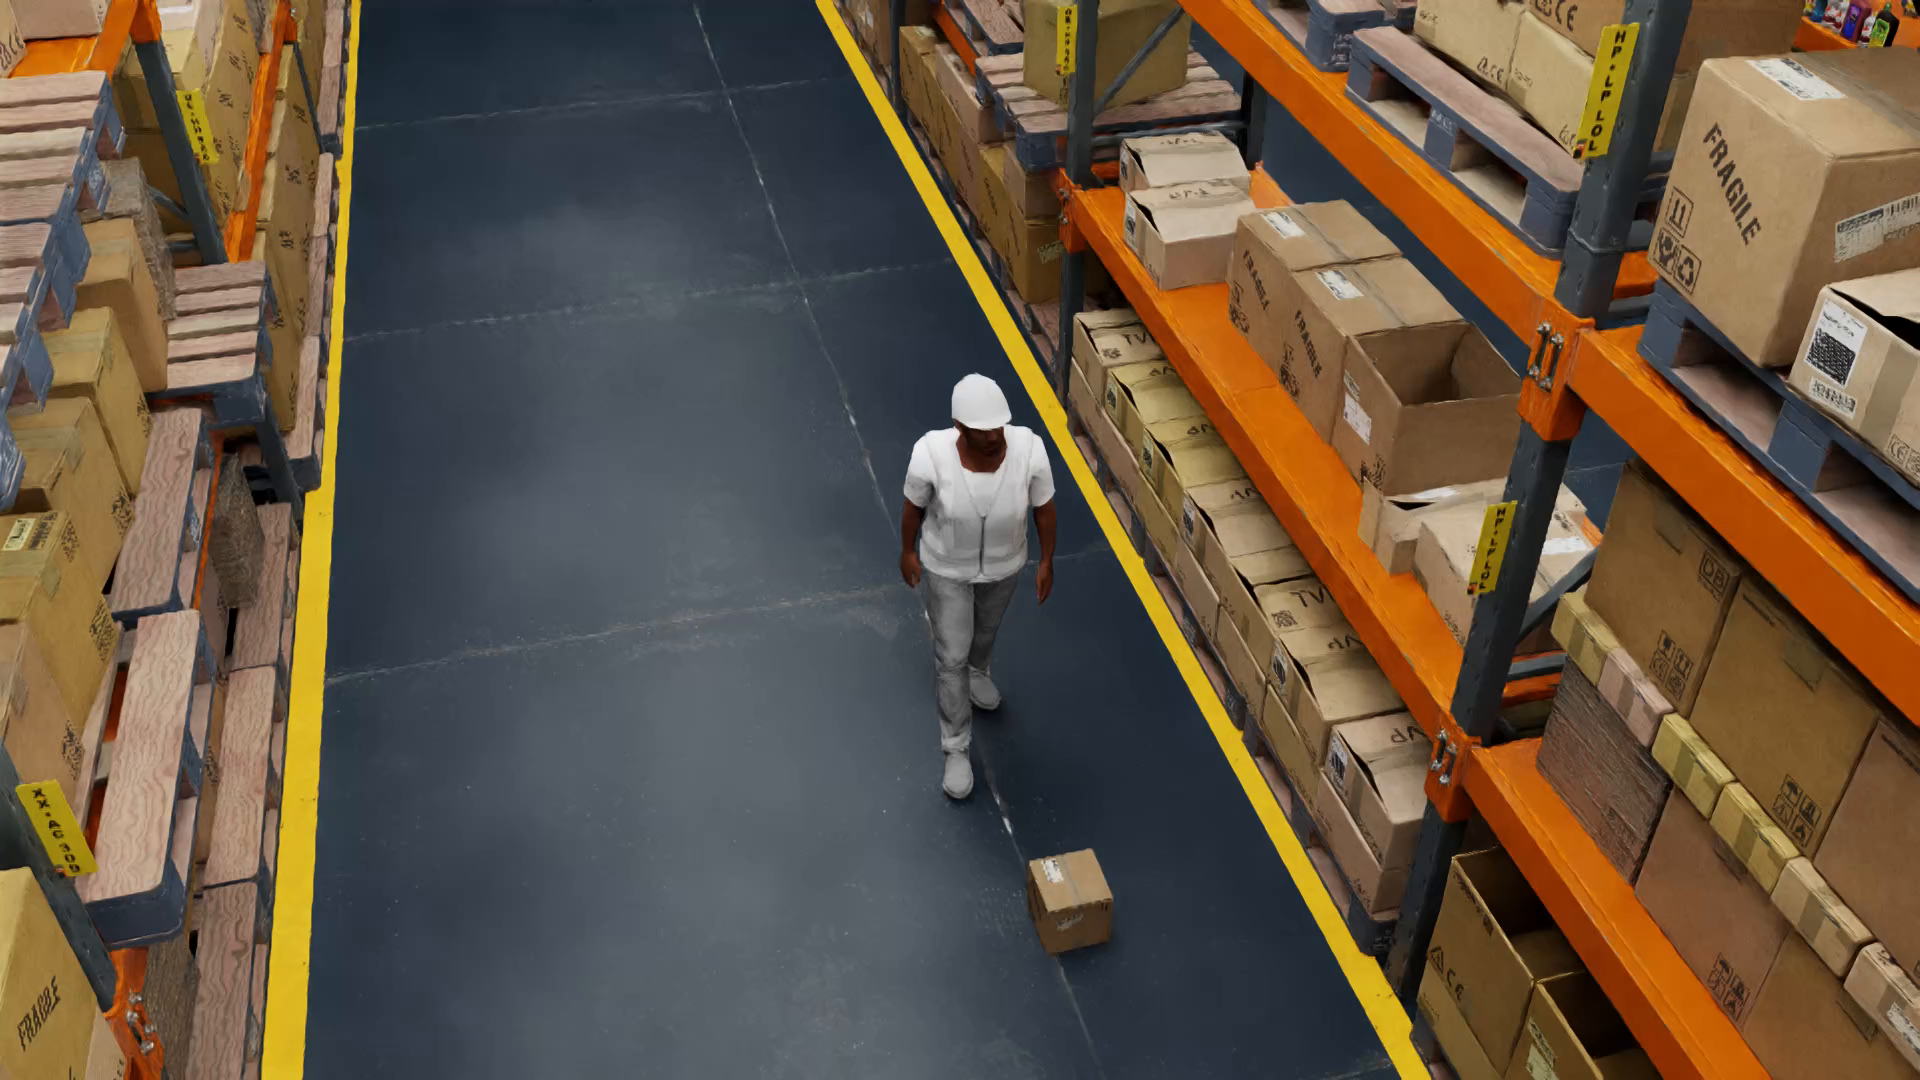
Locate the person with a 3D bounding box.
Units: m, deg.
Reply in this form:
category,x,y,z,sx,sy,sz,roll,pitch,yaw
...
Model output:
category,x,y,z,sx,sy,sz,roll,pitch,yaw
person,0.094,0.115,6.531,0.597,1.739,0.795,-8,39,-10
